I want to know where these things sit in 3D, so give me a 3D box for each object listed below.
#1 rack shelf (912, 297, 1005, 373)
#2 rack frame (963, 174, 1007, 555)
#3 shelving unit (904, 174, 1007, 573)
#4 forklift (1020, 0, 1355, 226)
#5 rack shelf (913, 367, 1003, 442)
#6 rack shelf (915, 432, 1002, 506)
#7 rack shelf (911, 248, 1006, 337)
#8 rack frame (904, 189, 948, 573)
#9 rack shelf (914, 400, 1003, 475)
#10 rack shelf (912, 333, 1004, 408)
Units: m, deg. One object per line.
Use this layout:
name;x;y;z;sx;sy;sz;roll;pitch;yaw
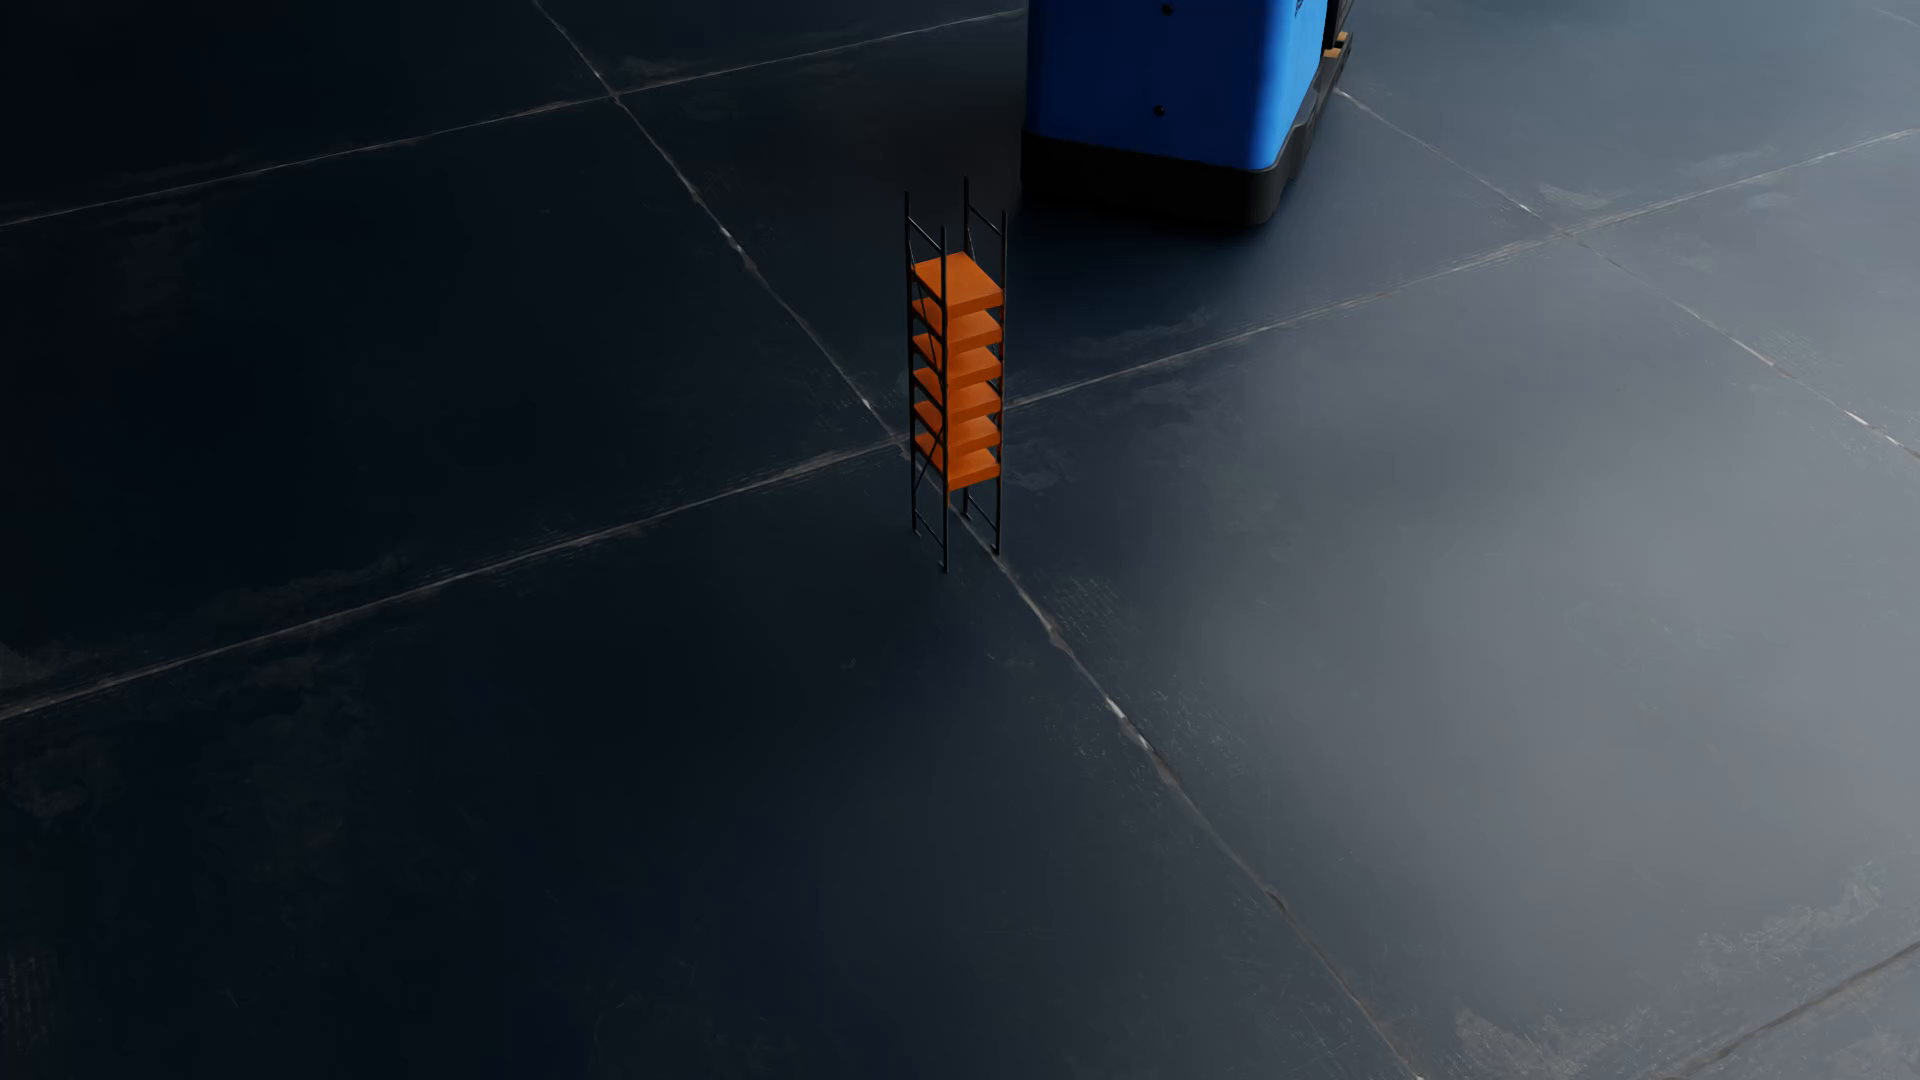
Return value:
rack shelf;-0.013;-0.603;4.731;0.180;0.103;0.258;-19;44;-21
rack frame;0.068;-0.481;4.890;0.006;1.200;0.240;-19;44;-21
shelving unit;-0.013;-0.454;4.857;0.189;1.200;0.258;-19;44;-21
forklift;1.226;-3.327;6.911;1.130;2.935;3.031;13;42;15
rack shelf;-0.013;-0.420;4.886;0.180;0.103;0.258;-19;44;-21
rack shelf;-0.013;-0.237;5.041;0.180;0.103;0.258;-19;44;-21
rack shelf;-0.013;-0.694;4.653;0.180;0.103;0.258;-19;44;-21
rack frame;-0.094;-0.426;4.825;0.006;1.200;0.240;-19;44;-21
rack shelf;-0.013;-0.328;4.963;0.180;0.103;0.258;-19;44;-21
rack shelf;-0.013;-0.511;4.808;0.180;0.103;0.258;-19;44;-21
